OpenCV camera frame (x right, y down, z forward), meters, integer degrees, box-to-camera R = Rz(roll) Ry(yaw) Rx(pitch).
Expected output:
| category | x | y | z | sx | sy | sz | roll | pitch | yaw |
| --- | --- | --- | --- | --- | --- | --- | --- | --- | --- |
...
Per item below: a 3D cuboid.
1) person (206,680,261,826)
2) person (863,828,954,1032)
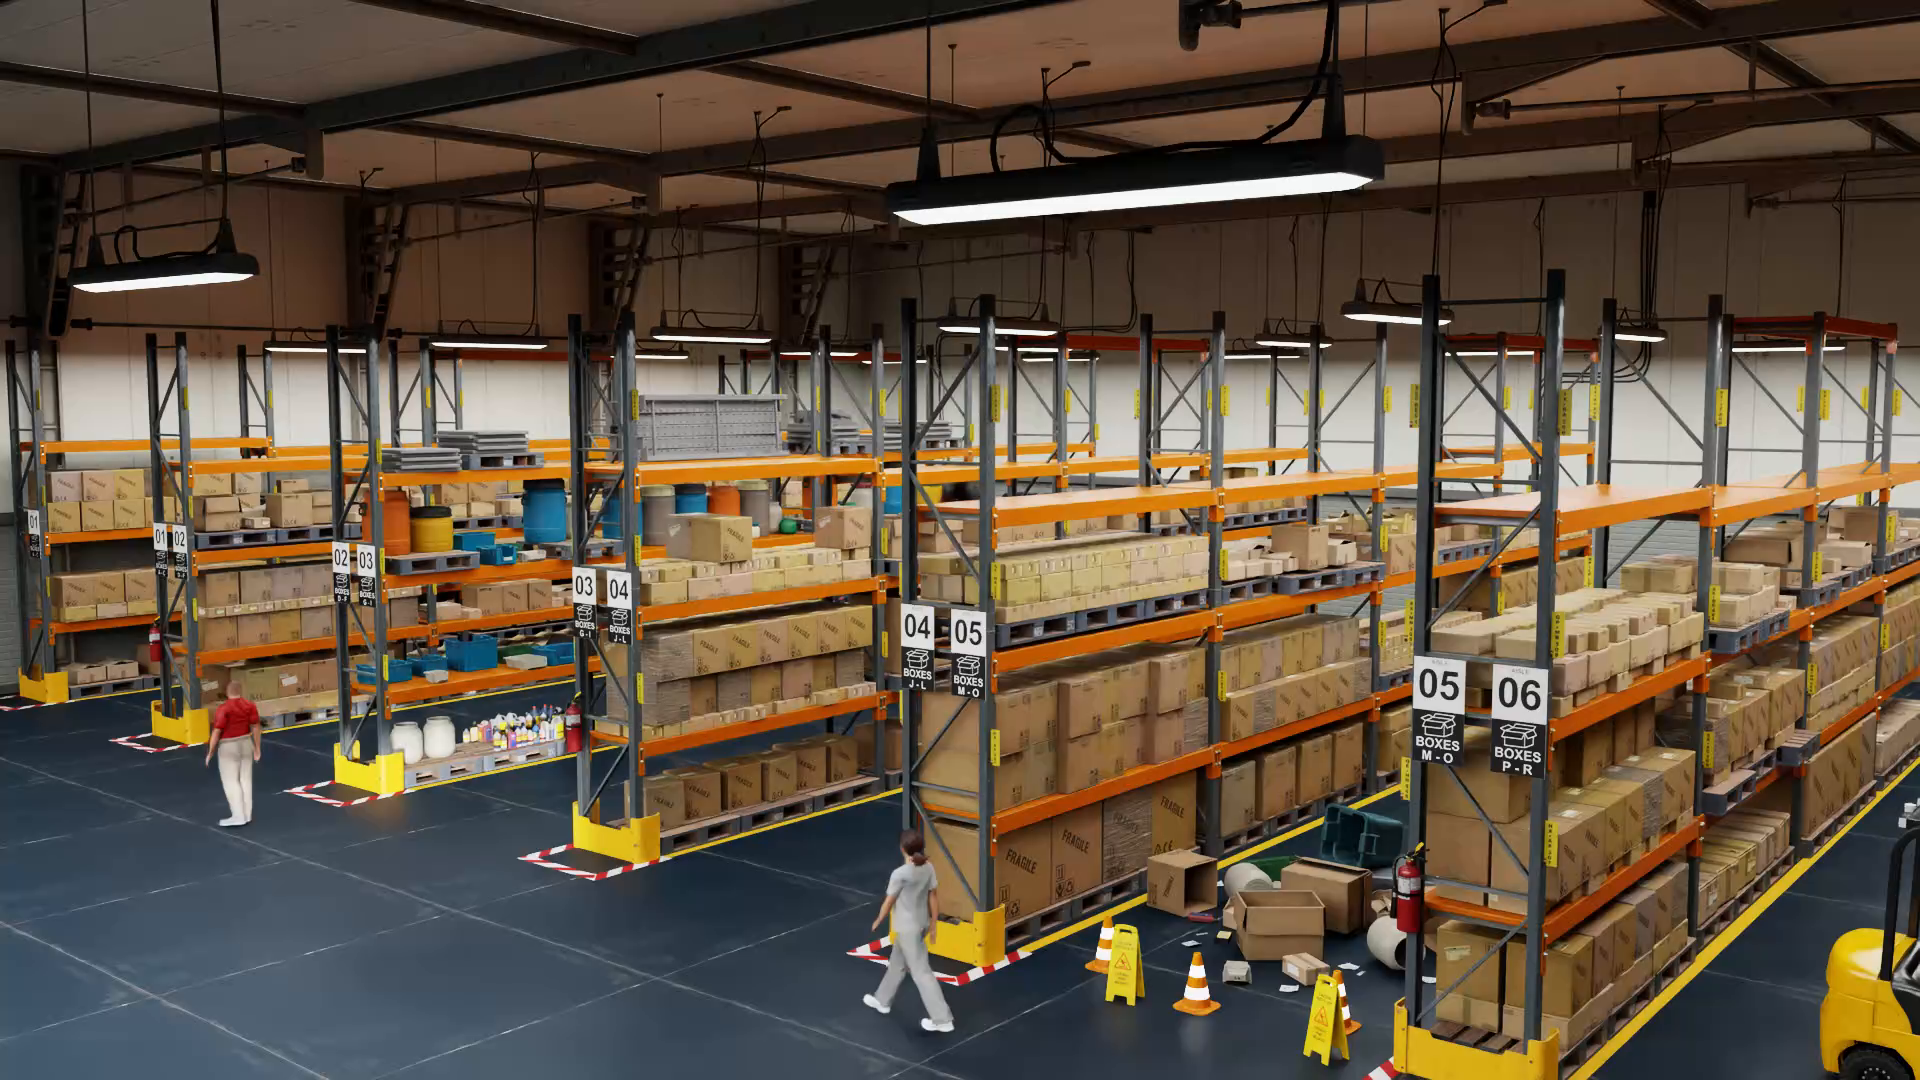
| category | x | y | z | sx | sy | sz | roll | pitch | yaw |
| --- | --- | --- | --- | --- | --- | --- | --- | --- | --- |
| person | -8.635 | 2.524 | 19.796 | 0.422 | 1.731 | 0.641 | 3 | 6 | 29 |
| person | -0.468 | 3.122 | 13.463 | 0.967 | 1.622 | 0.445 | 3 | 6 | 28 |
